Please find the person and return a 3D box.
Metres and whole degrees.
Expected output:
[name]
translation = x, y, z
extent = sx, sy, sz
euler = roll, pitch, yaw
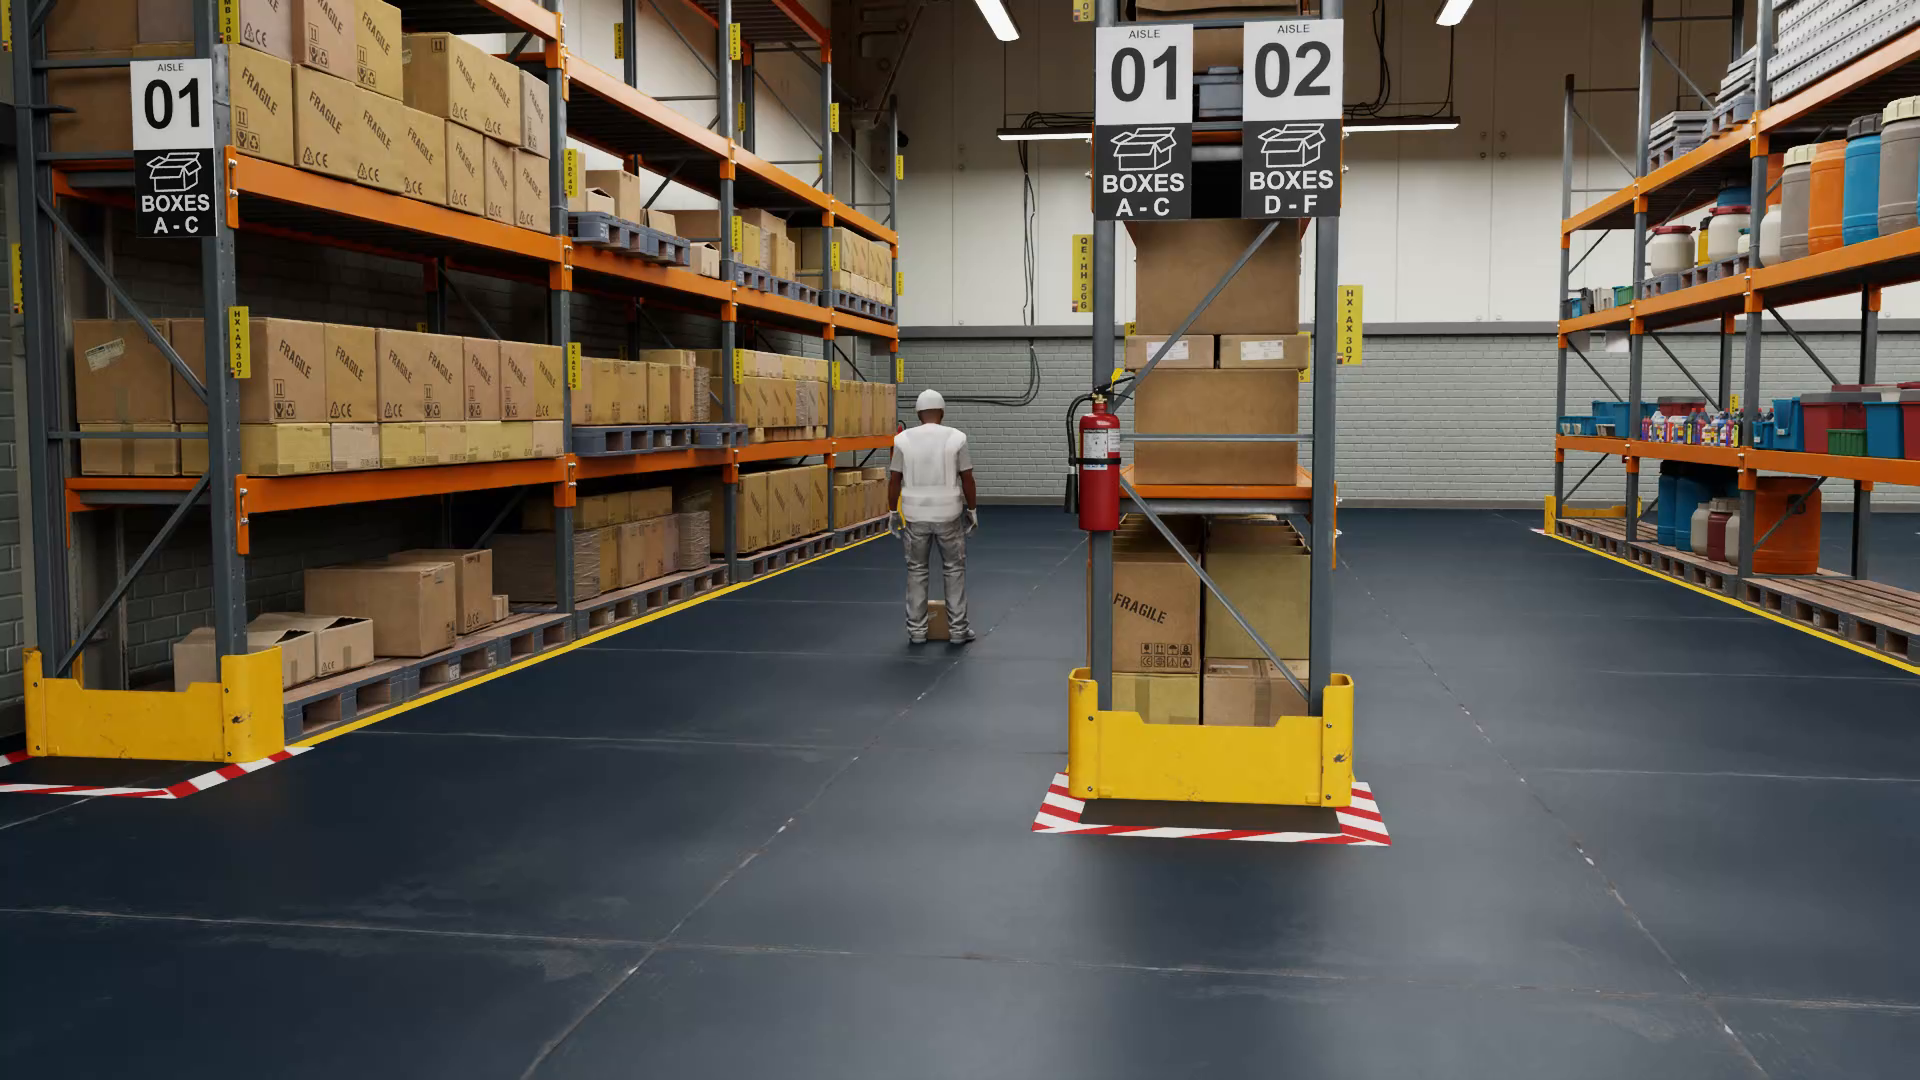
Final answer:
[person]
translation = -0.191, -0.167, 11.682
extent = 0.629, 1.774, 0.444
euler = 0, 4, 5
